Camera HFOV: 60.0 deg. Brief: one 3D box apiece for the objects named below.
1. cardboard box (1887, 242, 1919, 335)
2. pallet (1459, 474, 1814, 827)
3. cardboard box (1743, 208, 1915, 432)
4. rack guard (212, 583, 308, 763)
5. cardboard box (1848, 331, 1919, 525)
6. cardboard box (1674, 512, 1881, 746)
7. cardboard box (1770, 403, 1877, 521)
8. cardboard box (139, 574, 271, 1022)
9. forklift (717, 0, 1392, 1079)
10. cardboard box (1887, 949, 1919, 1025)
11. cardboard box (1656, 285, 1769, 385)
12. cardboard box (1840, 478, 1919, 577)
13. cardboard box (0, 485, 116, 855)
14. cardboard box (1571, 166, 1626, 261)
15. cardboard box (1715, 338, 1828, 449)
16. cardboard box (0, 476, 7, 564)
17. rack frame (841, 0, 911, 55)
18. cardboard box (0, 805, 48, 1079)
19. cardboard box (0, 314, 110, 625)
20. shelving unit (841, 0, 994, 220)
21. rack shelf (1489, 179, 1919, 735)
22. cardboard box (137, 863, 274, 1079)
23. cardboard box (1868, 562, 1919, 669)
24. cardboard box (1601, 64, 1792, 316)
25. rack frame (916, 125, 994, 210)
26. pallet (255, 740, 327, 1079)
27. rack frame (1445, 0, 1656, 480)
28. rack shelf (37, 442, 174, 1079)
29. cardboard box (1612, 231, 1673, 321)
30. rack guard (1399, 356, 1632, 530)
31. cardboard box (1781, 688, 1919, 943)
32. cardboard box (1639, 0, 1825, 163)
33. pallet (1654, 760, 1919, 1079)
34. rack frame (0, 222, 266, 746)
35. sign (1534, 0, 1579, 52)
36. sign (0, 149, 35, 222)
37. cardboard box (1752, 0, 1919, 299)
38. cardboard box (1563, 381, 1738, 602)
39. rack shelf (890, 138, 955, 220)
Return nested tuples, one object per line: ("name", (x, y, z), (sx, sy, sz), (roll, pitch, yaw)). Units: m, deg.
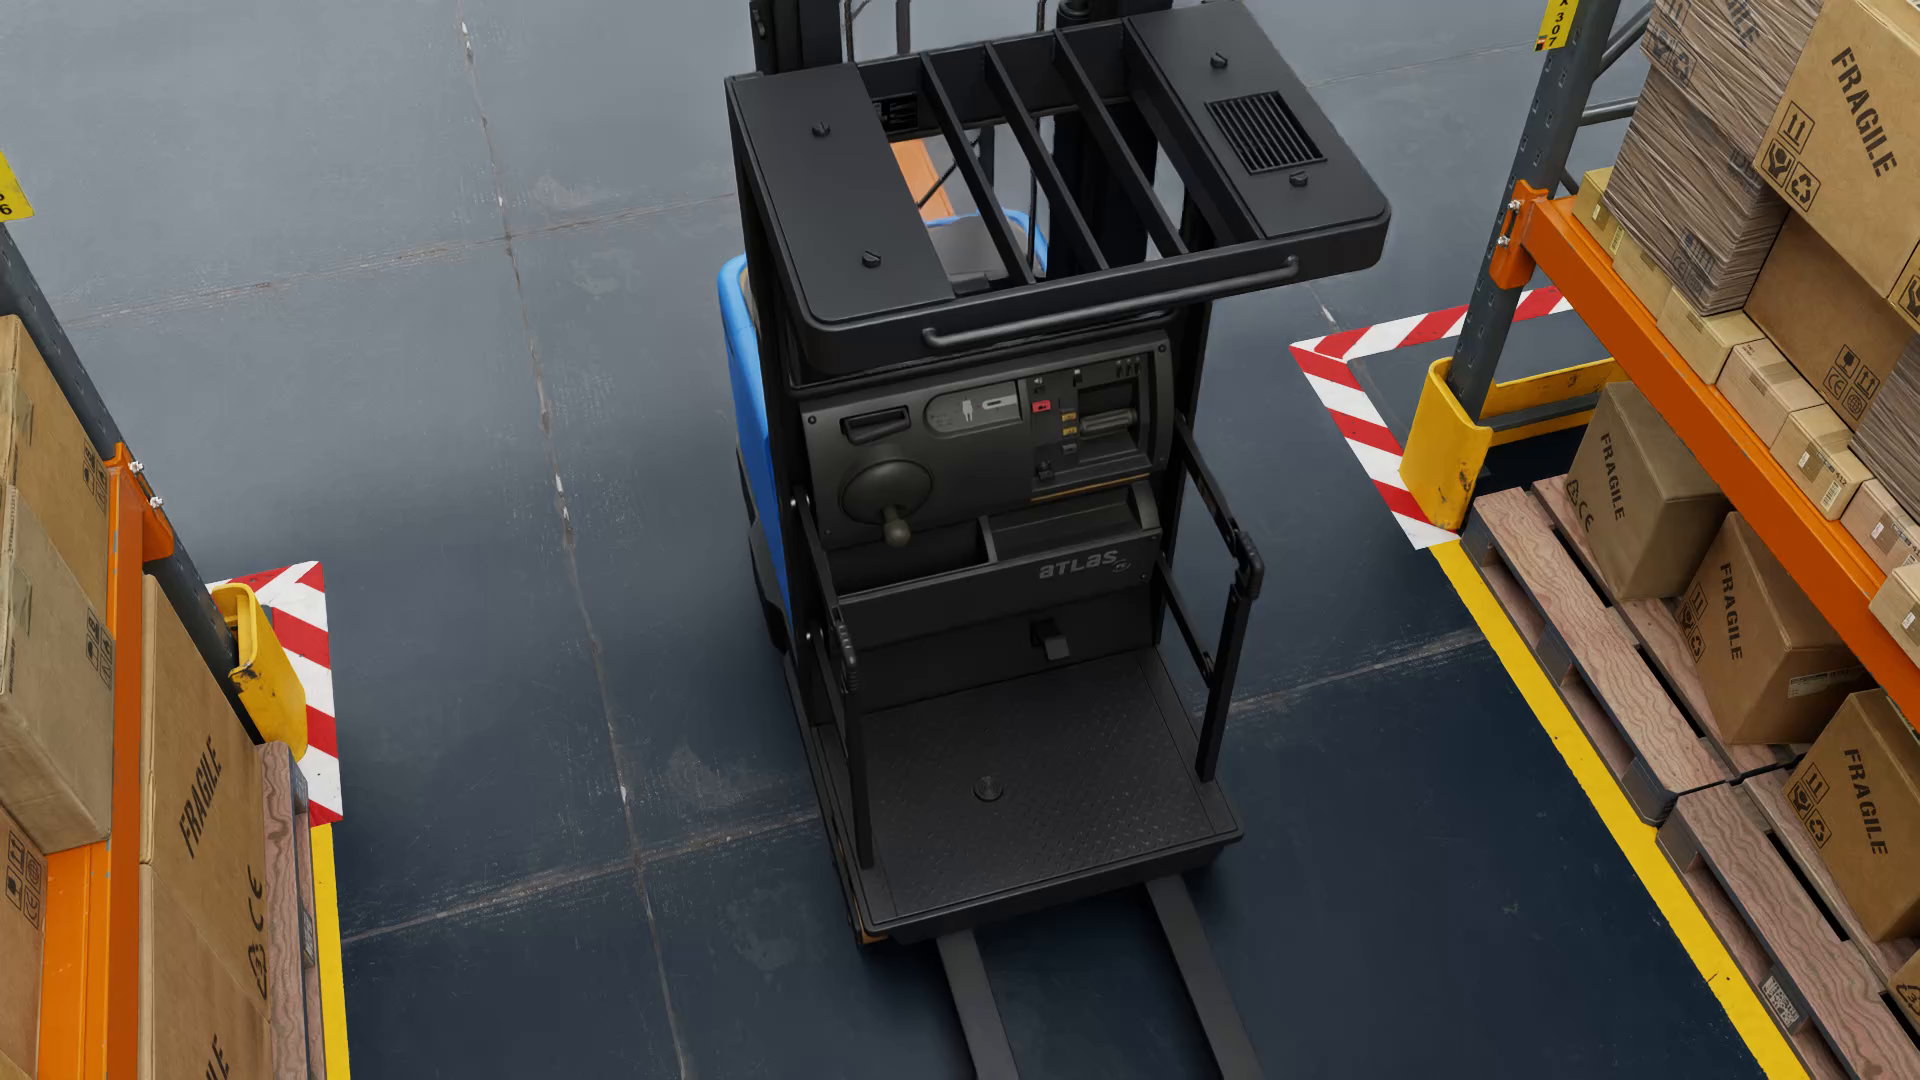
("cardboard box", (2.335, -0.557, 3.344), (0.500, 0.500, 0.500), (-13, 51, -11))
("pallet", (2.371, 0.254, 5.398), (1.003, 0.211, 1.213), (-13, 51, -11))
("cardboard box", (2.541, -0.683, 4.104), (0.875, 0.500, 0.500), (-13, 51, -11))
("rack guard", (-2.633, 0.534, 4.972), (1.175, 0.500, 0.348), (-13, 51, -11))
("cardboard box", (2.648, -0.308, 3.788), (0.875, 0.500, 0.500), (-13, 51, -11))
("cardboard box", (2.520, 0.258, 4.931), (0.500, 0.500, 0.500), (-2, 50, -1))
("cardboard box", (2.275, -0.223, 4.141), (0.380, 0.149, 0.250), (-13, 51, -11))
("cardboard box", (-2.362, 0.776, 4.249), (0.875, 0.875, 0.875), (-13, 51, -11))
("forklift", (0.142, -0.137, 3.948), (1.130, 2.935, 3.031), (-13, 51, -10))
("cardboard box", (2.810, 1.137, 4.190), (0.500, 0.500, 0.500), (-17, 52, -14))
("cardboard box", (2.114, -0.585, 4.446), (0.380, 0.149, 0.250), (-13, 51, -11))
("cardboard box", (2.375, -0.047, 3.992), (0.380, 0.149, 0.250), (-13, 51, -11))
("cardboard box", (-2.289, 0.356, 3.390), (0.875, 0.550, 0.550), (-13, 51, -11))
("cardboard box", (1.999, -0.958, 4.760), (0.380, 0.149, 0.250), (-13, 51, -11))
("cardboard box", (2.208, -0.407, 4.296), (0.380, 0.149, 0.250), (-13, 51, -11))
("cardboard box", (-2.302, 0.011, 2.975), (0.875, 0.550, 0.550), (-13, 51, -11))
("rack frame", (-0.422, -1.600, 6.118), (0.500, 1.500, 0.032), (-13, 51, -10))
("cardboard box", (-2.244, 0.793, 3.022), (0.875, 0.550, 0.550), (-13, 51, -11))
("cardboard box", (-2.473, -0.041, 3.725), (0.875, 0.550, 0.550), (-13, 51, -11))
("shelving unit", (-0.278, -1.220, 5.798), (0.587, 1.500, 1.083), (-13, 51, -10))
("rack shelf", (2.734, 0.391, 3.929), (1.077, 0.370, 4.000), (-13, 51, -11))
("cardboard box", (-2.100, 1.418, 3.707), (0.875, 0.875, 0.875), (-14, 51, -12))
("cardboard box", (2.350, 0.159, 3.818), (0.380, 0.149, 0.250), (-13, 51, -11))
("cardboard box", (2.279, -1.022, 4.389), (0.875, 0.500, 0.500), (-13, 51, -11))
("rack frame", (-0.139, -0.854, 5.489), (0.500, 1.500, 0.032), (-13, 51, -10))
("pallet", (-2.315, 1.211, 4.591), (1.003, 0.211, 1.213), (-13, 51, -11))
("rack frame", (2.142, -1.301, 4.885), (1.000, 3.000, 0.127), (-13, 51, -11))
("rack shelf", (-2.034, 1.439, 3.046), (1.077, 0.370, 4.000), (-13, 51, -11))
("cardboard box", (2.054, -0.771, 4.603), (0.380, 0.149, 0.250), (-13, 51, -11))
("rack guard", (2.165, -0.440, 5.794), (1.175, 0.500, 0.348), (-13, 51, -11))
("cardboard box", (2.687, 0.719, 4.542), (0.500, 0.500, 0.500), (-9, 50, -8))
("cardboard box", (2.044, -1.288, 3.960), (0.500, 0.500, 0.500), (-13, 51, -11))
("pallet", (2.728, 1.144, 4.648), (1.003, 0.211, 1.213), (-13, 51, -11))
("rack frame", (-2.626, -0.254, 4.002), (1.000, 3.000, 0.127), (-13, 51, -11))
("sign", (1.624, -1.458, 4.451), (0.100, 0.325, 0.005), (-13, 51, -11))
("sign", (-2.103, -0.816, 3.564), (0.100, 0.325, 0.005), (-13, 51, -11))
("cardboard box", (2.186, -0.922, 3.651), (0.500, 0.500, 0.500), (-13, 51, -11))
("cardboard box", (2.311, -0.171, 5.293), (0.500, 0.500, 0.500), (-5, 50, -4))
("rack shelf", (-0.281, -1.111, 5.941), (0.538, 0.185, 1.000), (-13, 51, -10))
